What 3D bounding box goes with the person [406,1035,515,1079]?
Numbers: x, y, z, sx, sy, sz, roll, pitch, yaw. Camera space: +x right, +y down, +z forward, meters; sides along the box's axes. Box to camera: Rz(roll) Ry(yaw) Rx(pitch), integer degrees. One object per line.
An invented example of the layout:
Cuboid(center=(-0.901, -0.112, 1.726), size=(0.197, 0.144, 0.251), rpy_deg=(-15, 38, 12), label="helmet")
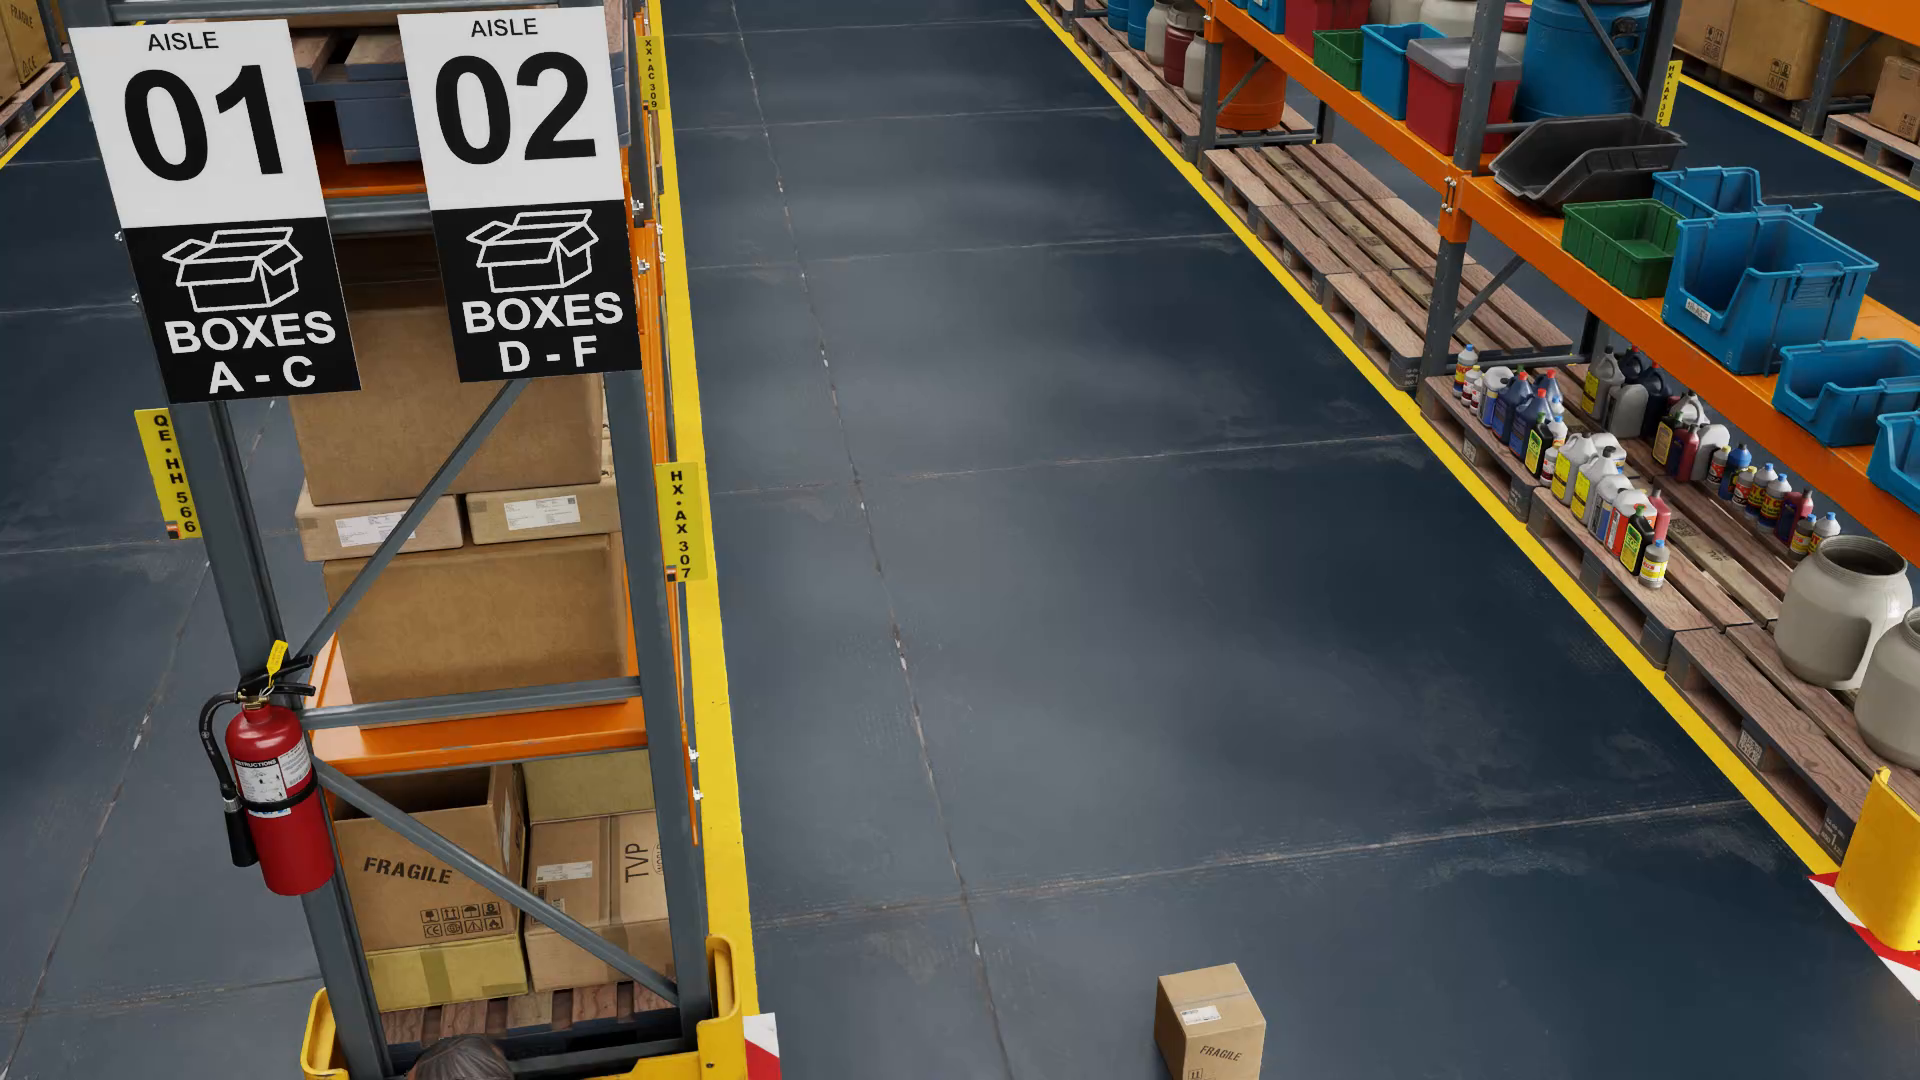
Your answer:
Cuboid(center=(-0.868, 1.633, 3.387), size=(0.677, 1.643, 0.481), rpy_deg=(-10, 32, -16), label="person")
